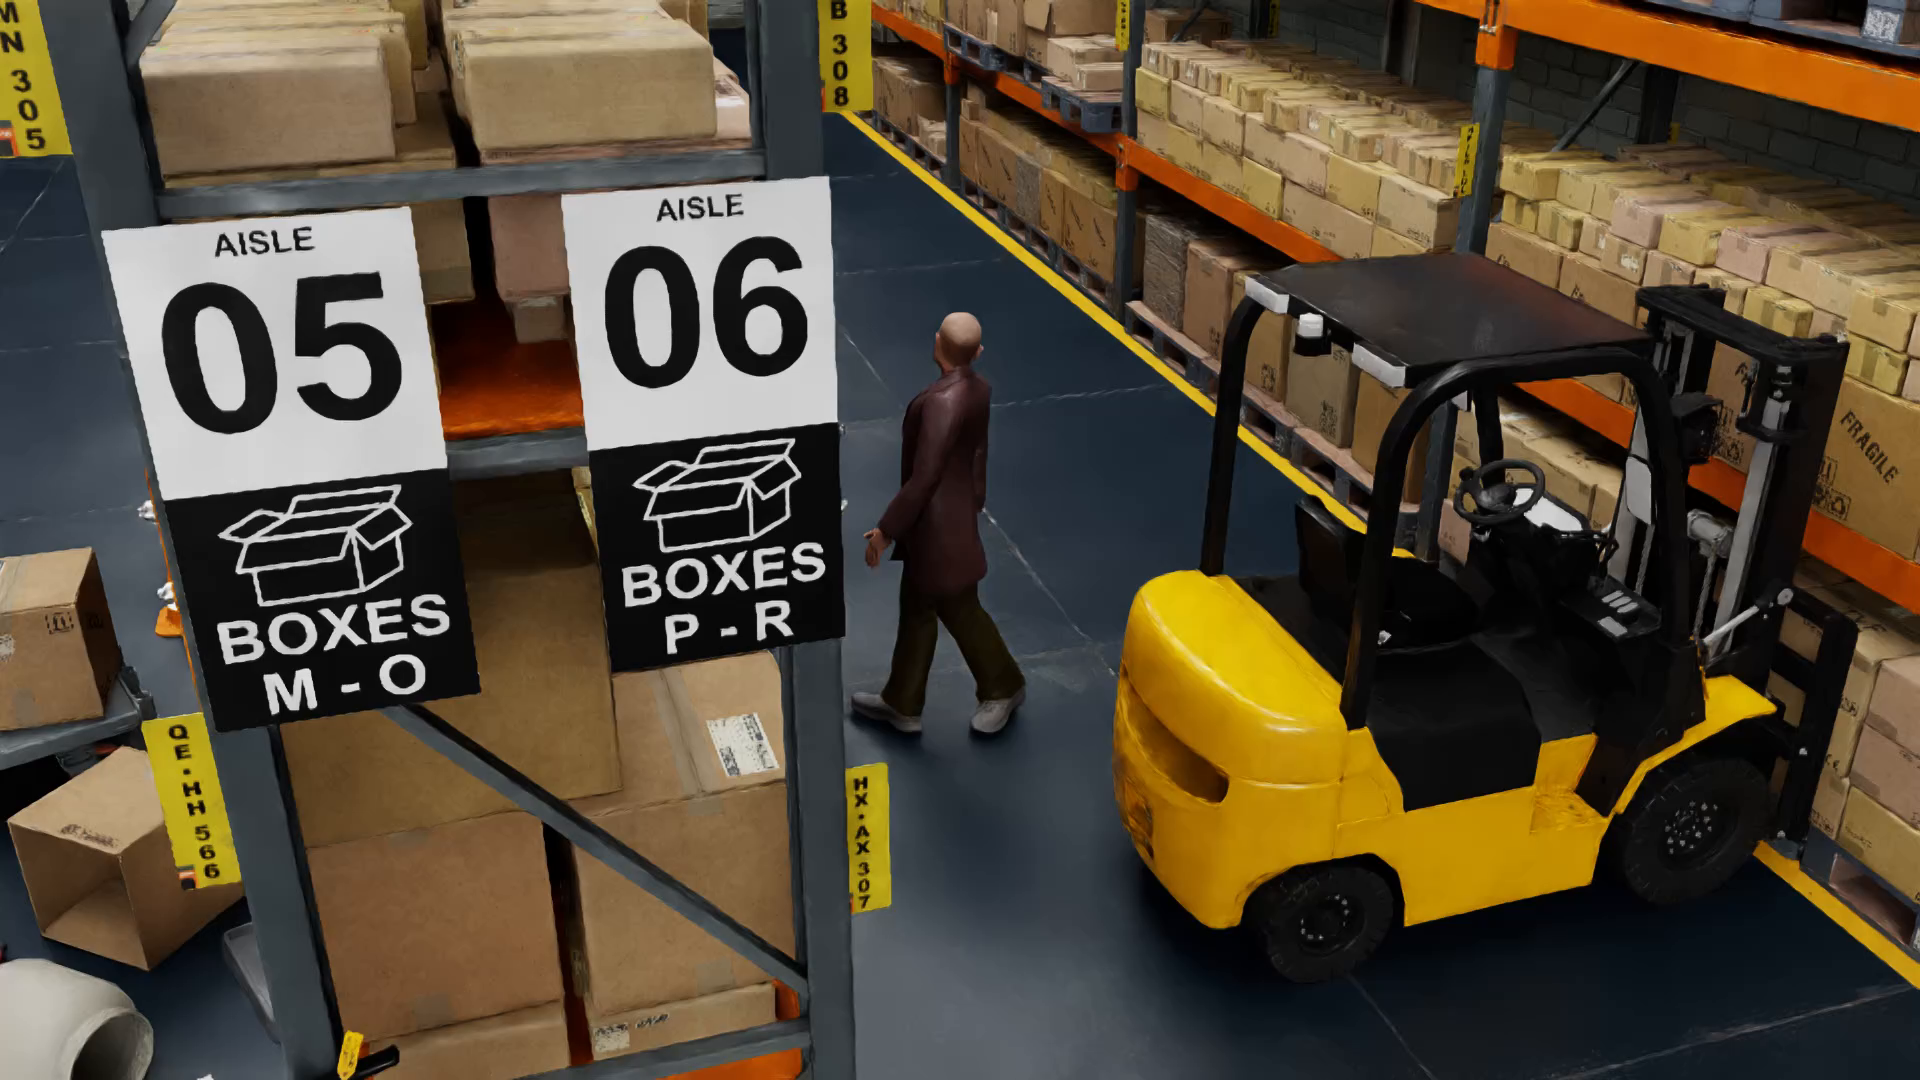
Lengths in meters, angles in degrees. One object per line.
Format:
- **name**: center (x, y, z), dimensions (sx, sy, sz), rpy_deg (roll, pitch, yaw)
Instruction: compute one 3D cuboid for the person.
- **person**: center (-0.092, -0.061, 6.786), dimensions (0.746, 1.740, 0.613), rpy_deg (1, 26, 1)
